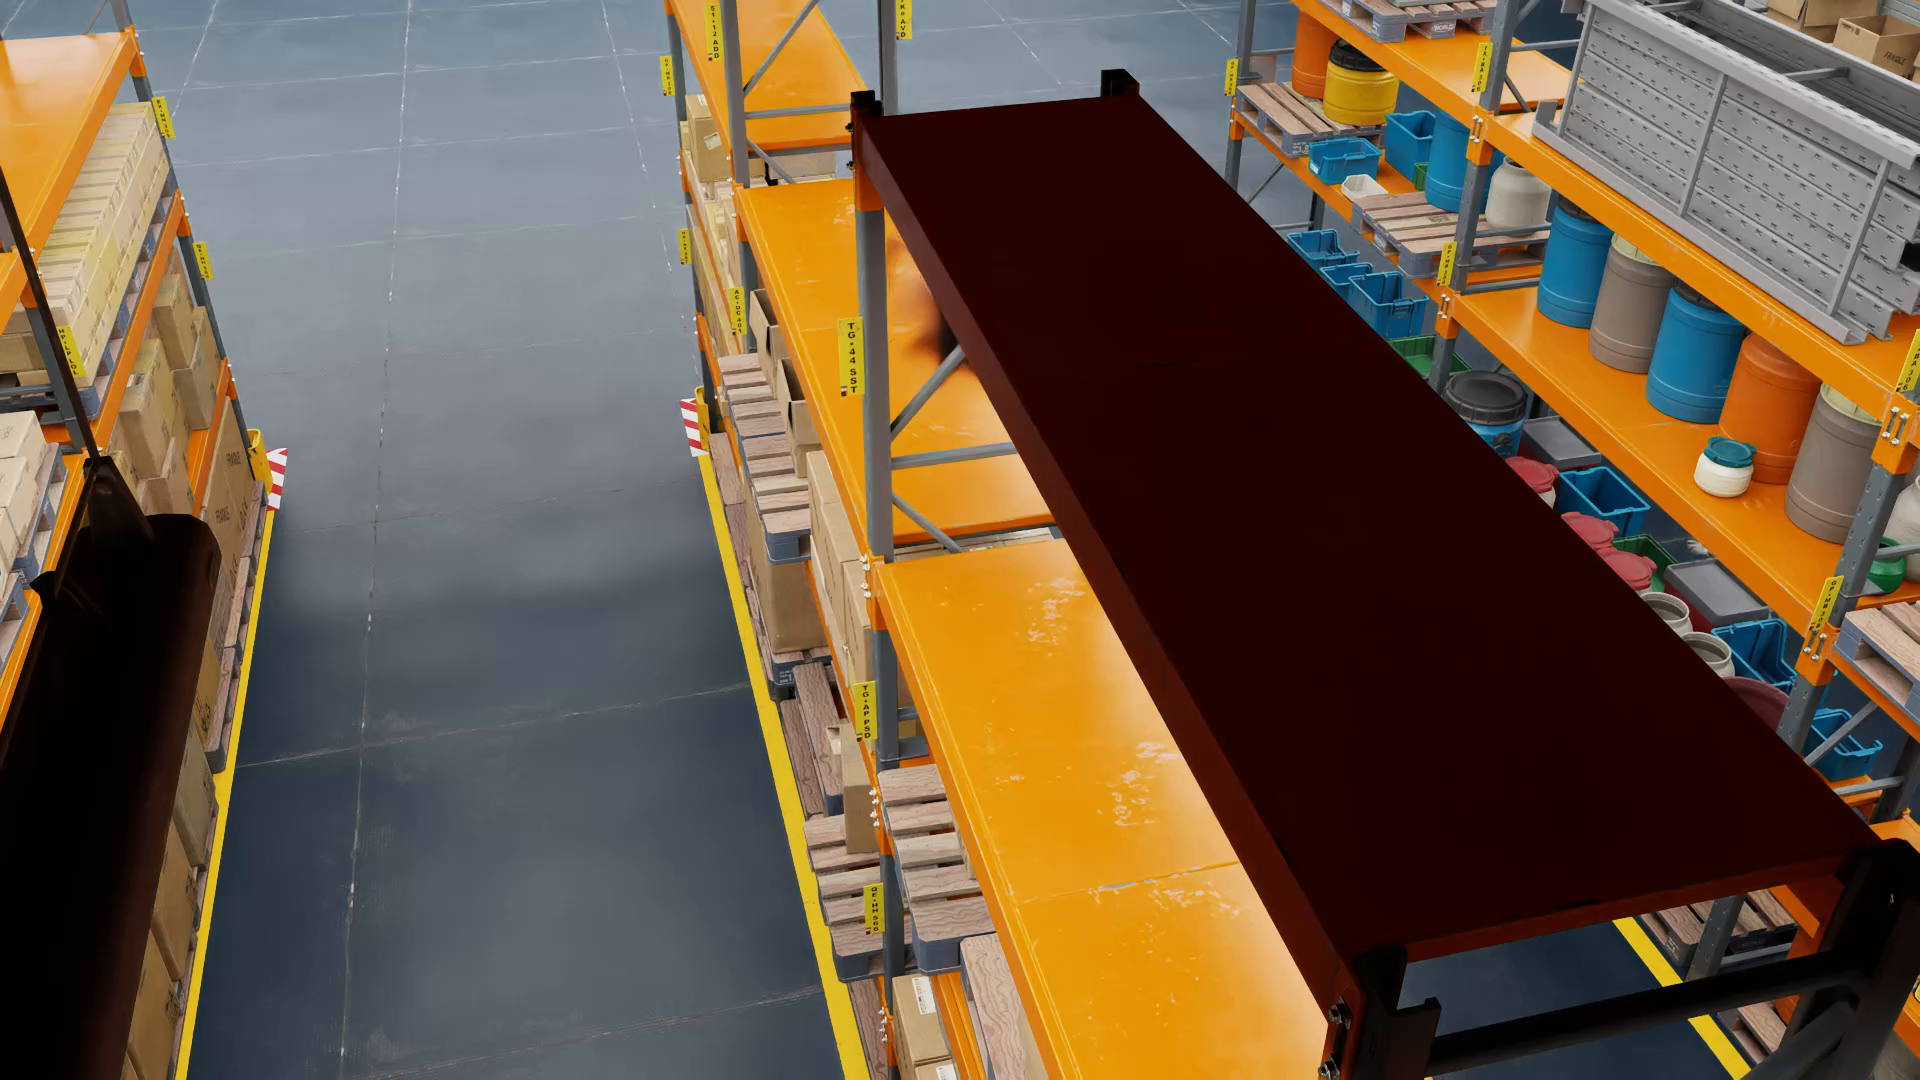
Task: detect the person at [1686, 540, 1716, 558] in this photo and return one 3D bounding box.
[{"bbox_3d":[5.710,0.232,12.265,0.721,1.706,0.681,25,42,32],"label":"person"}]
